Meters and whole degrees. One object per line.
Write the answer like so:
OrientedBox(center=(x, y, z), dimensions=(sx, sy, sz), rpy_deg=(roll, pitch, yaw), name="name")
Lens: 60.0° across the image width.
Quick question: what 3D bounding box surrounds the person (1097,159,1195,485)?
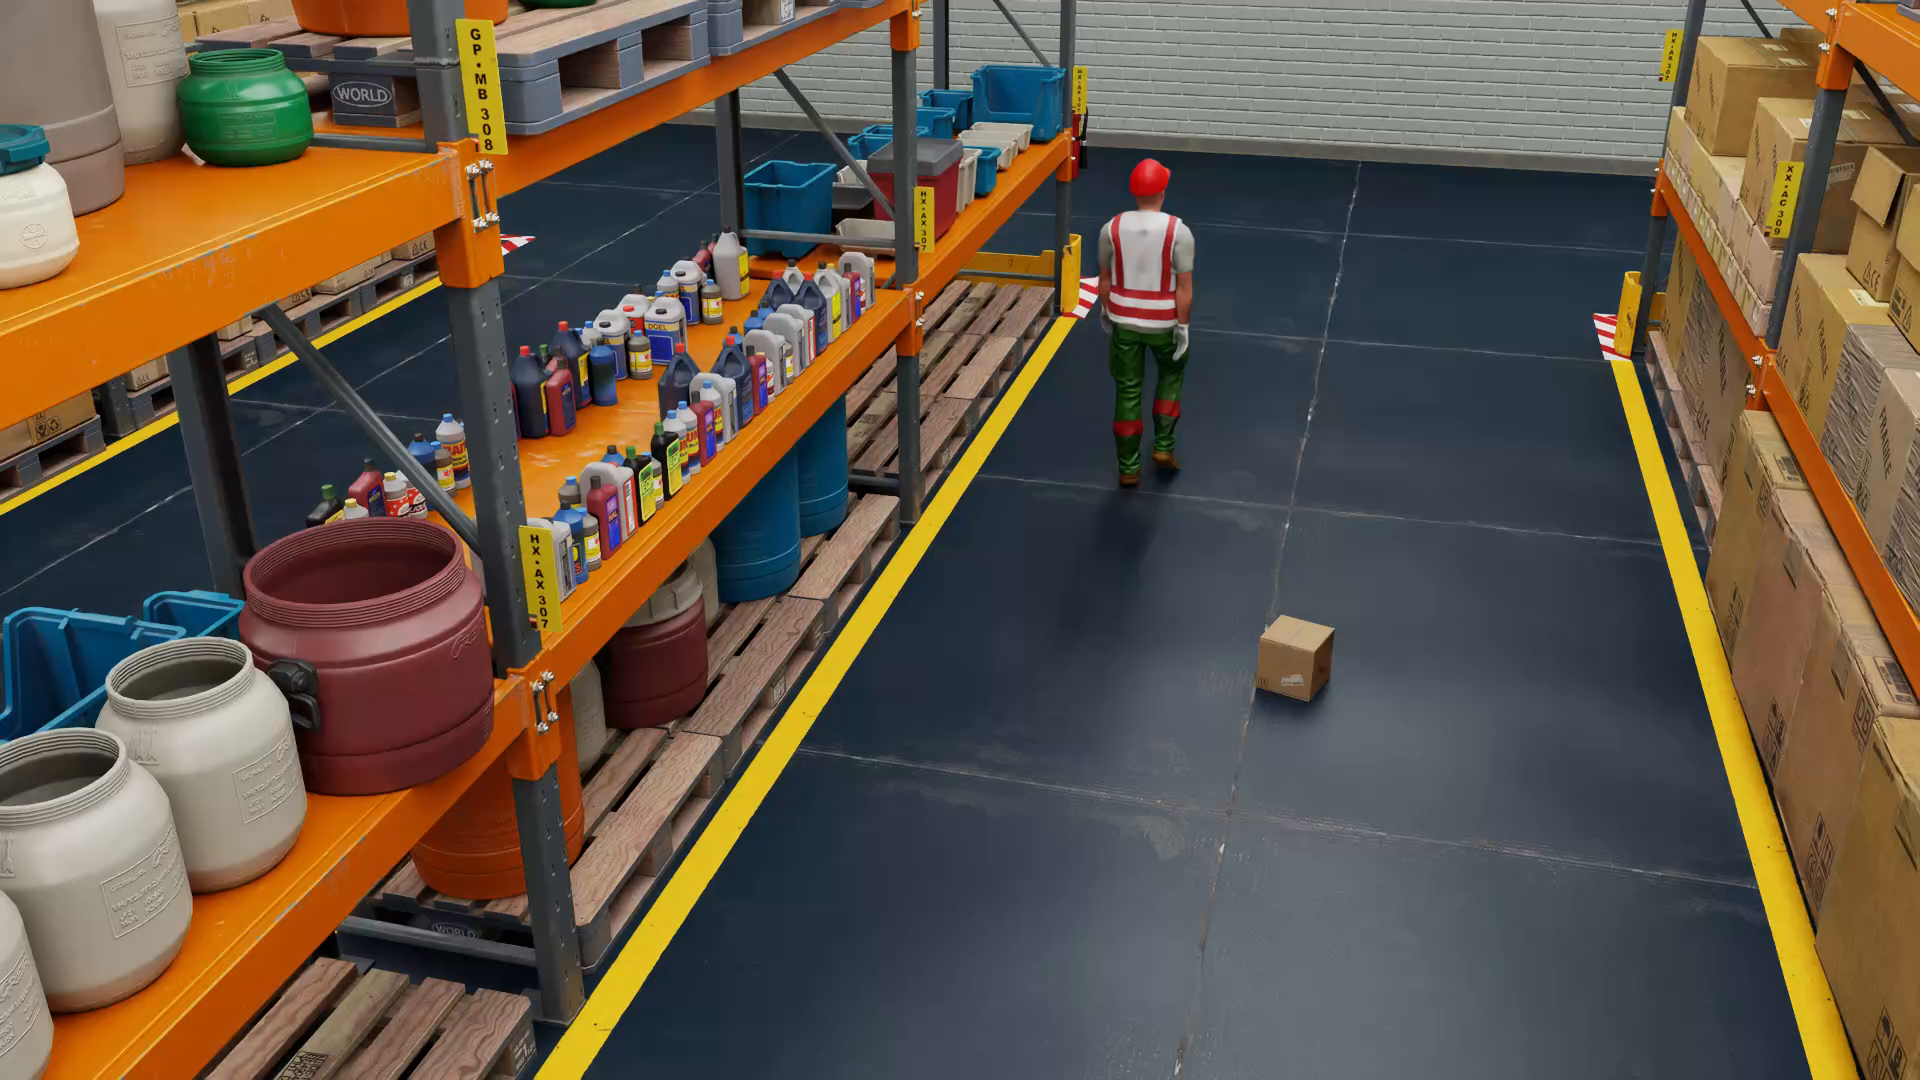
OrientedBox(center=(1.010, -1.181, 9.094), dimensions=(0.533, 1.823, 0.494), rpy_deg=(6, 26, 12), name="person")
